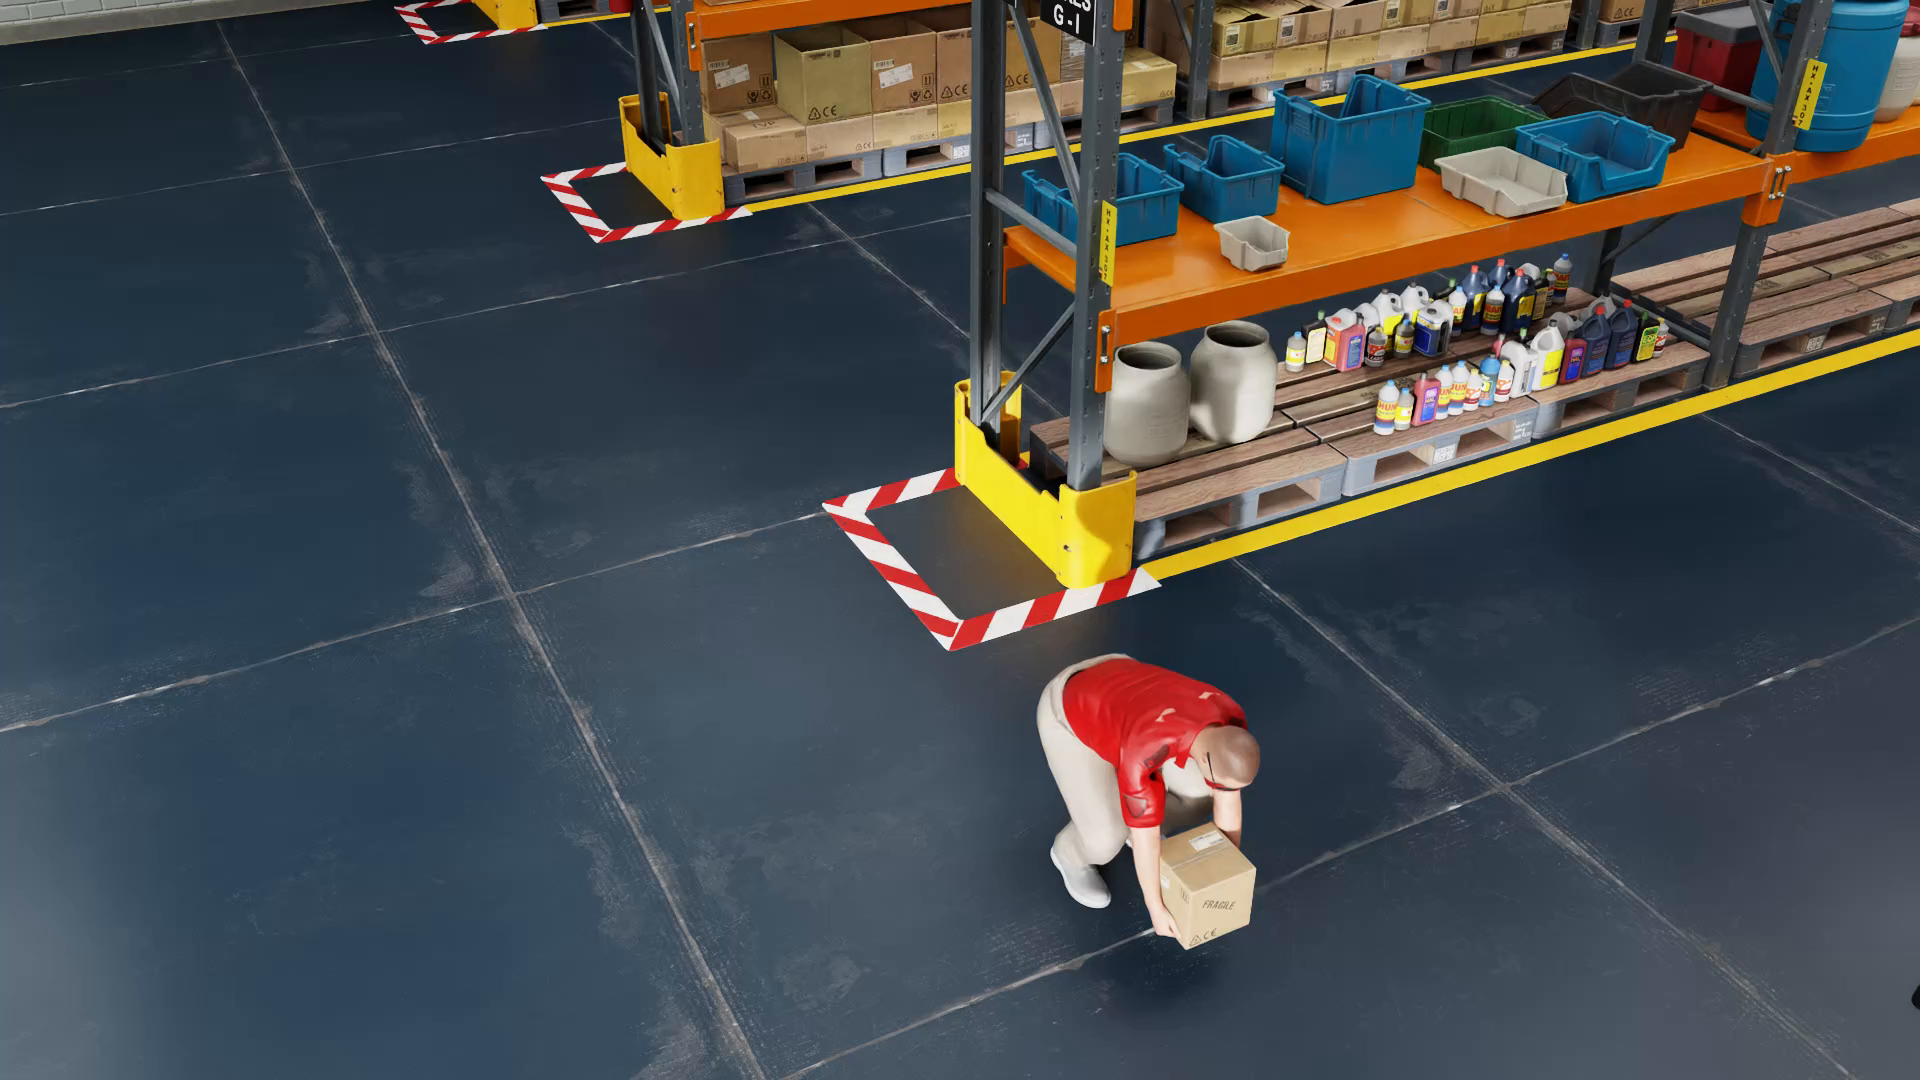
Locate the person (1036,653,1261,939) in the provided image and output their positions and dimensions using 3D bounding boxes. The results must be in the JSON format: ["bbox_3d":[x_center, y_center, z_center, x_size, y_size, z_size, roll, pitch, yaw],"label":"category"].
[{"bbox_3d":[0.630,0.828,5.568,0.542,0.980,0.918,-17,37,-25],"label":"person"}]
